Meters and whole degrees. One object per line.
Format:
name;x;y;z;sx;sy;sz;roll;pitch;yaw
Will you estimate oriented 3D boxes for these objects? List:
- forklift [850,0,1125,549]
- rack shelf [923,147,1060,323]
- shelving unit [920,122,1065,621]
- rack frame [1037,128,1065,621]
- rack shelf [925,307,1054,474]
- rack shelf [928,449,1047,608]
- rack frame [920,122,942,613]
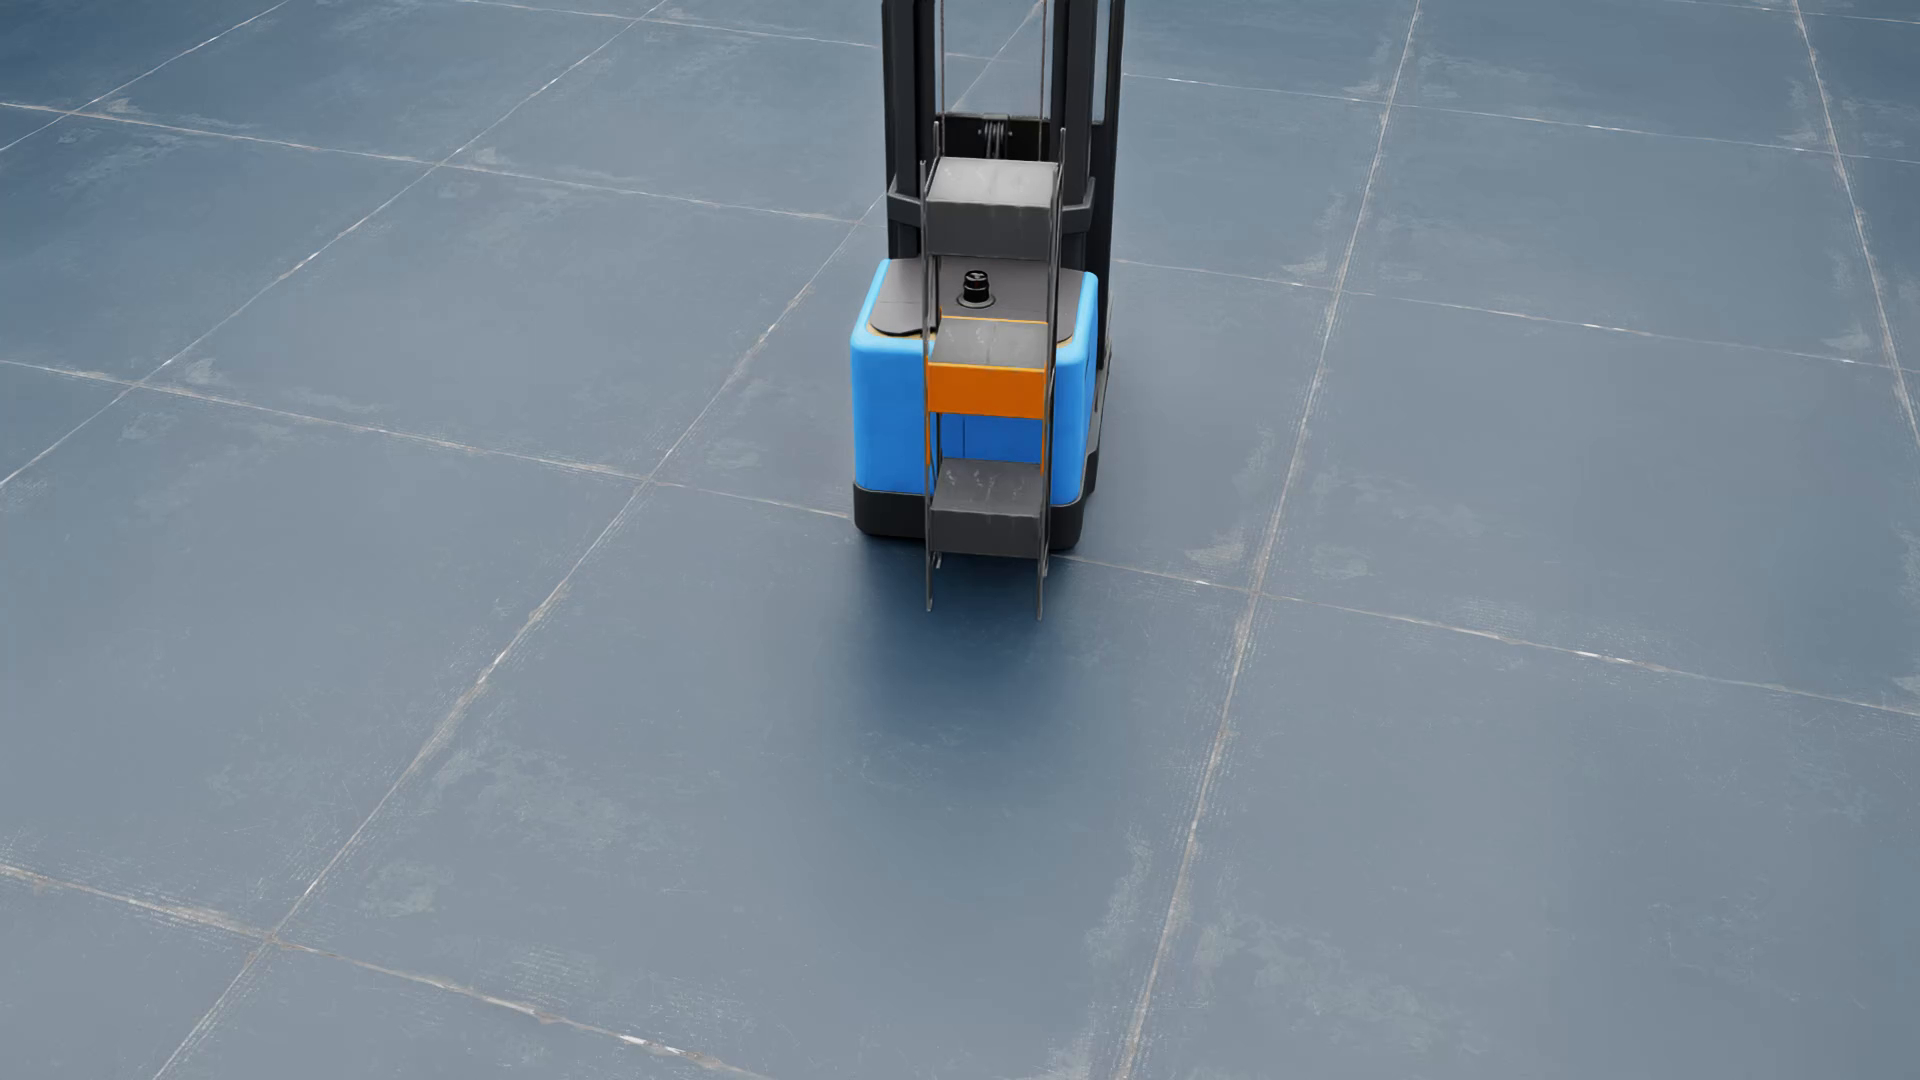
forklift;0.226;-2.003;7.999;1.130;2.935;3.031;5;37;6
rack shelf;0.128;-1.179;6.422;0.480;0.518;0.431;4;37;6
shelving unit;0.128;-0.626;6.829;0.503;2.100;0.431;4;37;6
rack frame;0.370;-0.608;6.805;0.015;2.100;0.400;4;37;6
rack shelf;0.128;-0.615;6.837;0.480;0.518;0.431;4;37;6
rack shelf;0.128;-0.051;7.252;0.480;0.518;0.431;4;37;6
rack frame;-0.115;-0.644;6.854;0.015;2.100;0.400;4;37;6
